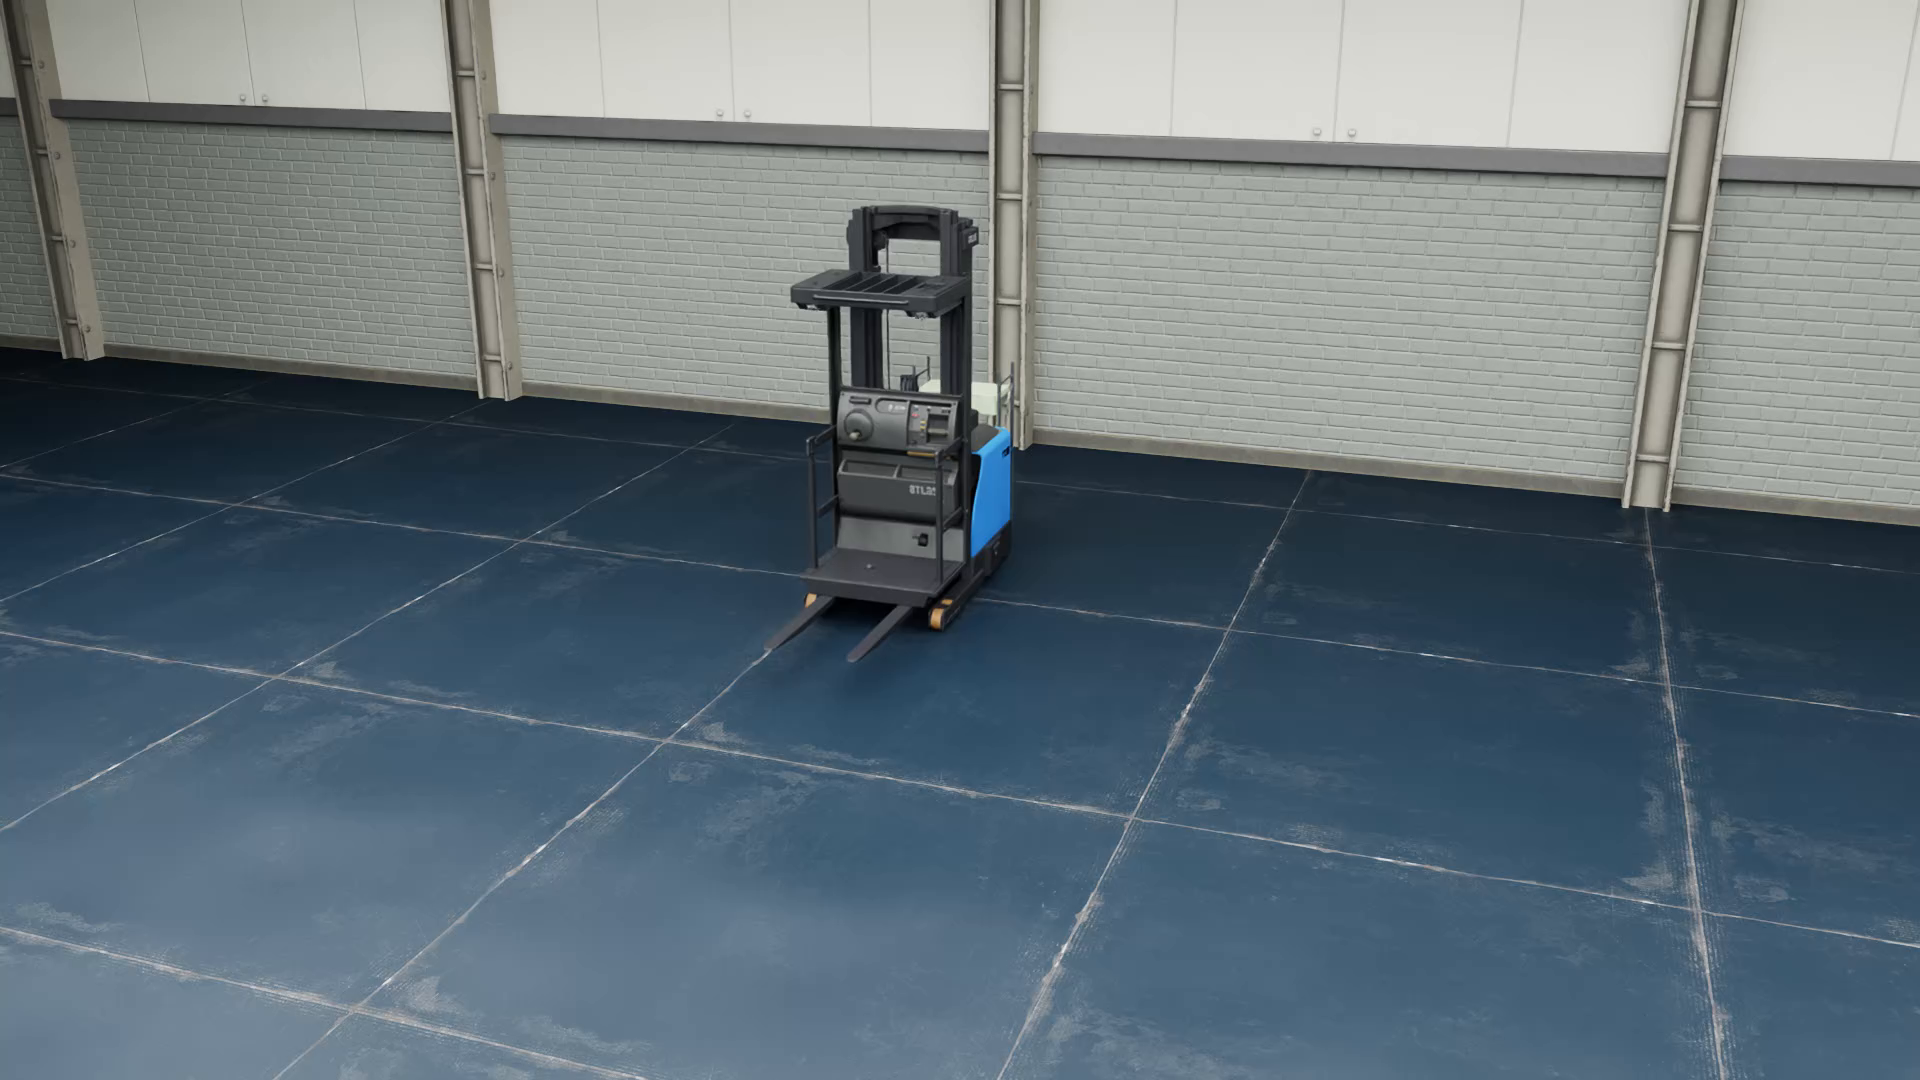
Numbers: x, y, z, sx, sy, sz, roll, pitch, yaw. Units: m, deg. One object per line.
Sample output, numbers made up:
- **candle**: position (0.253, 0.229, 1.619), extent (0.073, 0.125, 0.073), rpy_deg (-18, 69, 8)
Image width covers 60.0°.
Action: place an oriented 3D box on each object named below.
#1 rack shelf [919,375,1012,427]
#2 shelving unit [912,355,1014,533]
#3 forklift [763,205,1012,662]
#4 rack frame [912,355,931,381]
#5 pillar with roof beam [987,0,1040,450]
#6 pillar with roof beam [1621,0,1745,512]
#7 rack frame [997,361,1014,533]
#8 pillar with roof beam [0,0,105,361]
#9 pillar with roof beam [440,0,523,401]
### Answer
- **rack shelf**: position (0.030, -1.113, 13.805), extent (0.720, 0.370, 0.431), rpy_deg (6, 20, 18)
- **shelving unit**: position (0.030, -0.744, 13.933), extent (0.755, 1.500, 0.431), rpy_deg (6, 20, 18)
- **forklift**: position (-0.531, -0.871, 12.122), extent (1.130, 2.935, 3.031), rpy_deg (6, 20, 18)
- **rack frame**: position (-0.317, -0.783, 14.045), extent (0.023, 1.500, 0.400), rpy_deg (6, 20, 18)
- **pillar with roof beam**: position (-0.904, -3.878, 11.530), extent (0.400, 9.000, 9.100), rpy_deg (7, 20, 18)
- **pillar with roof beam**: position (4.764, -3.230, 9.671), extent (0.400, 9.000, 9.100), rpy_deg (7, 20, 18)
- **rack frame**: position (0.376, -0.706, 13.822), extent (0.023, 1.500, 0.400), rpy_deg (6, 20, 18)
- **pillar with roof beam**: position (-12.239, -5.174, 15.249), extent (0.400, 9.000, 9.100), rpy_deg (7, 20, 18)
- **pillar with roof beam**: position (-6.572, -4.526, 13.390), extent (0.400, 9.000, 9.100), rpy_deg (7, 20, 18)
